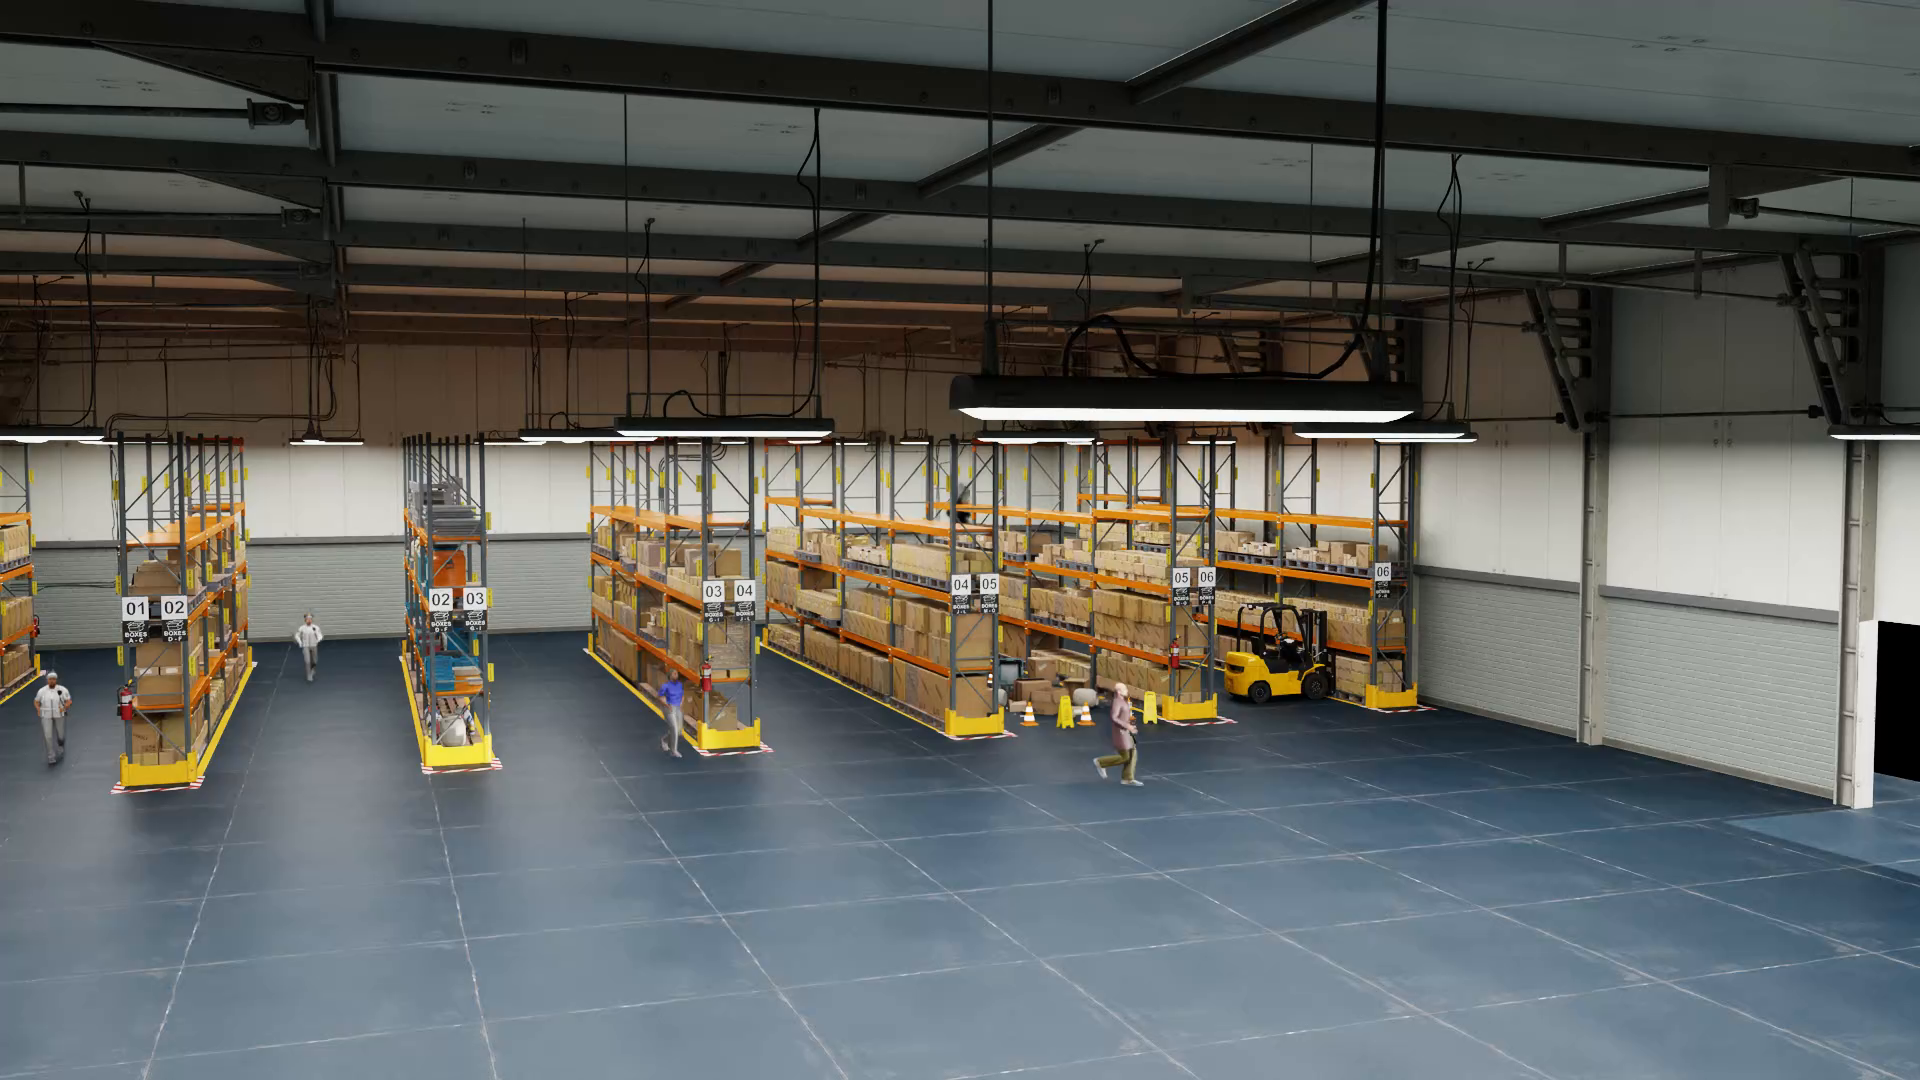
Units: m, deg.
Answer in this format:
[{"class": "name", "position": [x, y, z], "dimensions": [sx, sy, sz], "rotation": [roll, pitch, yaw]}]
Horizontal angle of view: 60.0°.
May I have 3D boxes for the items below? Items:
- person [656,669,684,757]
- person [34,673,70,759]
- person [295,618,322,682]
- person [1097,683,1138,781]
[{"class": "person", "position": [-5.385, 3.216, 31.050], "dimensions": [0.641, 1.637, 0.594], "rotation": [3, 4, 41]}, {"class": "person", "position": [-16.562, 3.196, 30.352], "dimensions": [0.584, 1.558, 0.588], "rotation": [-2, 4, -27]}, {"class": "person", "position": [-16.023, 2.650, 40.924], "dimensions": [0.621, 1.604, 0.718], "rotation": [-2, 4, -28]}, {"class": "person", "position": [2.692, 3.252, 28.193], "dimensions": [0.702, 1.671, 0.716], "rotation": [1, 3, 14]}]
